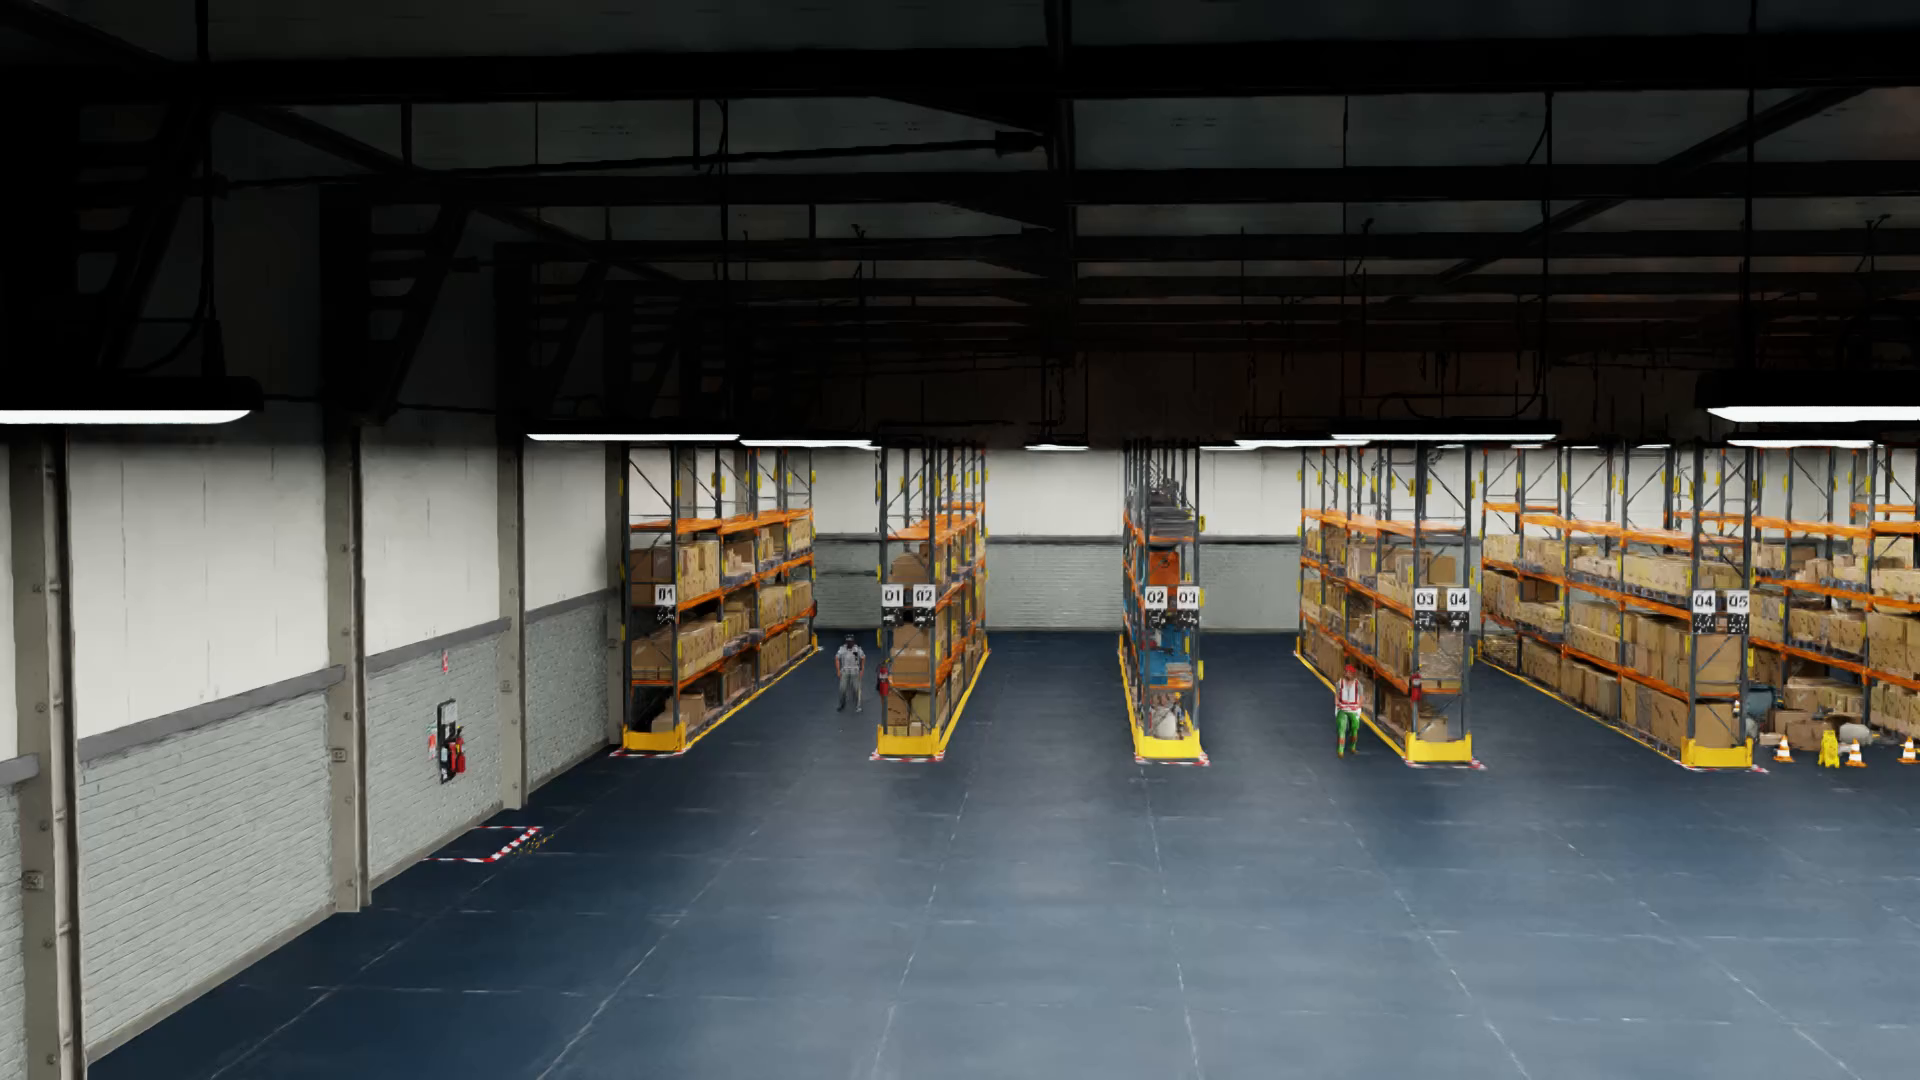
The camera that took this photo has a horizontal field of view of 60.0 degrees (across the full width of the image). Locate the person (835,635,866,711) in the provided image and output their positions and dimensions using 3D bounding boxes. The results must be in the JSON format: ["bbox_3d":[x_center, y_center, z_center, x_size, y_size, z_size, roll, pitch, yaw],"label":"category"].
[{"bbox_3d":[-2.417,2.910,36.643,0.682,1.715,0.542,0,3,4],"label":"person"}]

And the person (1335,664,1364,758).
[{"bbox_3d":[7.287,3.179,31.129,0.531,1.728,1.037,1,3,13],"label":"person"}]

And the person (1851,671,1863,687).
[{"bbox_3d":[21.080,2.804,38.858,0.414,1.666,0.507,-2,3,-28],"label":"person"}]

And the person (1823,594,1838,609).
[{"bbox_3d":[24.871,2.301,47.532,0.767,1.771,0.605,-1,3,-25],"label":"person"}]
